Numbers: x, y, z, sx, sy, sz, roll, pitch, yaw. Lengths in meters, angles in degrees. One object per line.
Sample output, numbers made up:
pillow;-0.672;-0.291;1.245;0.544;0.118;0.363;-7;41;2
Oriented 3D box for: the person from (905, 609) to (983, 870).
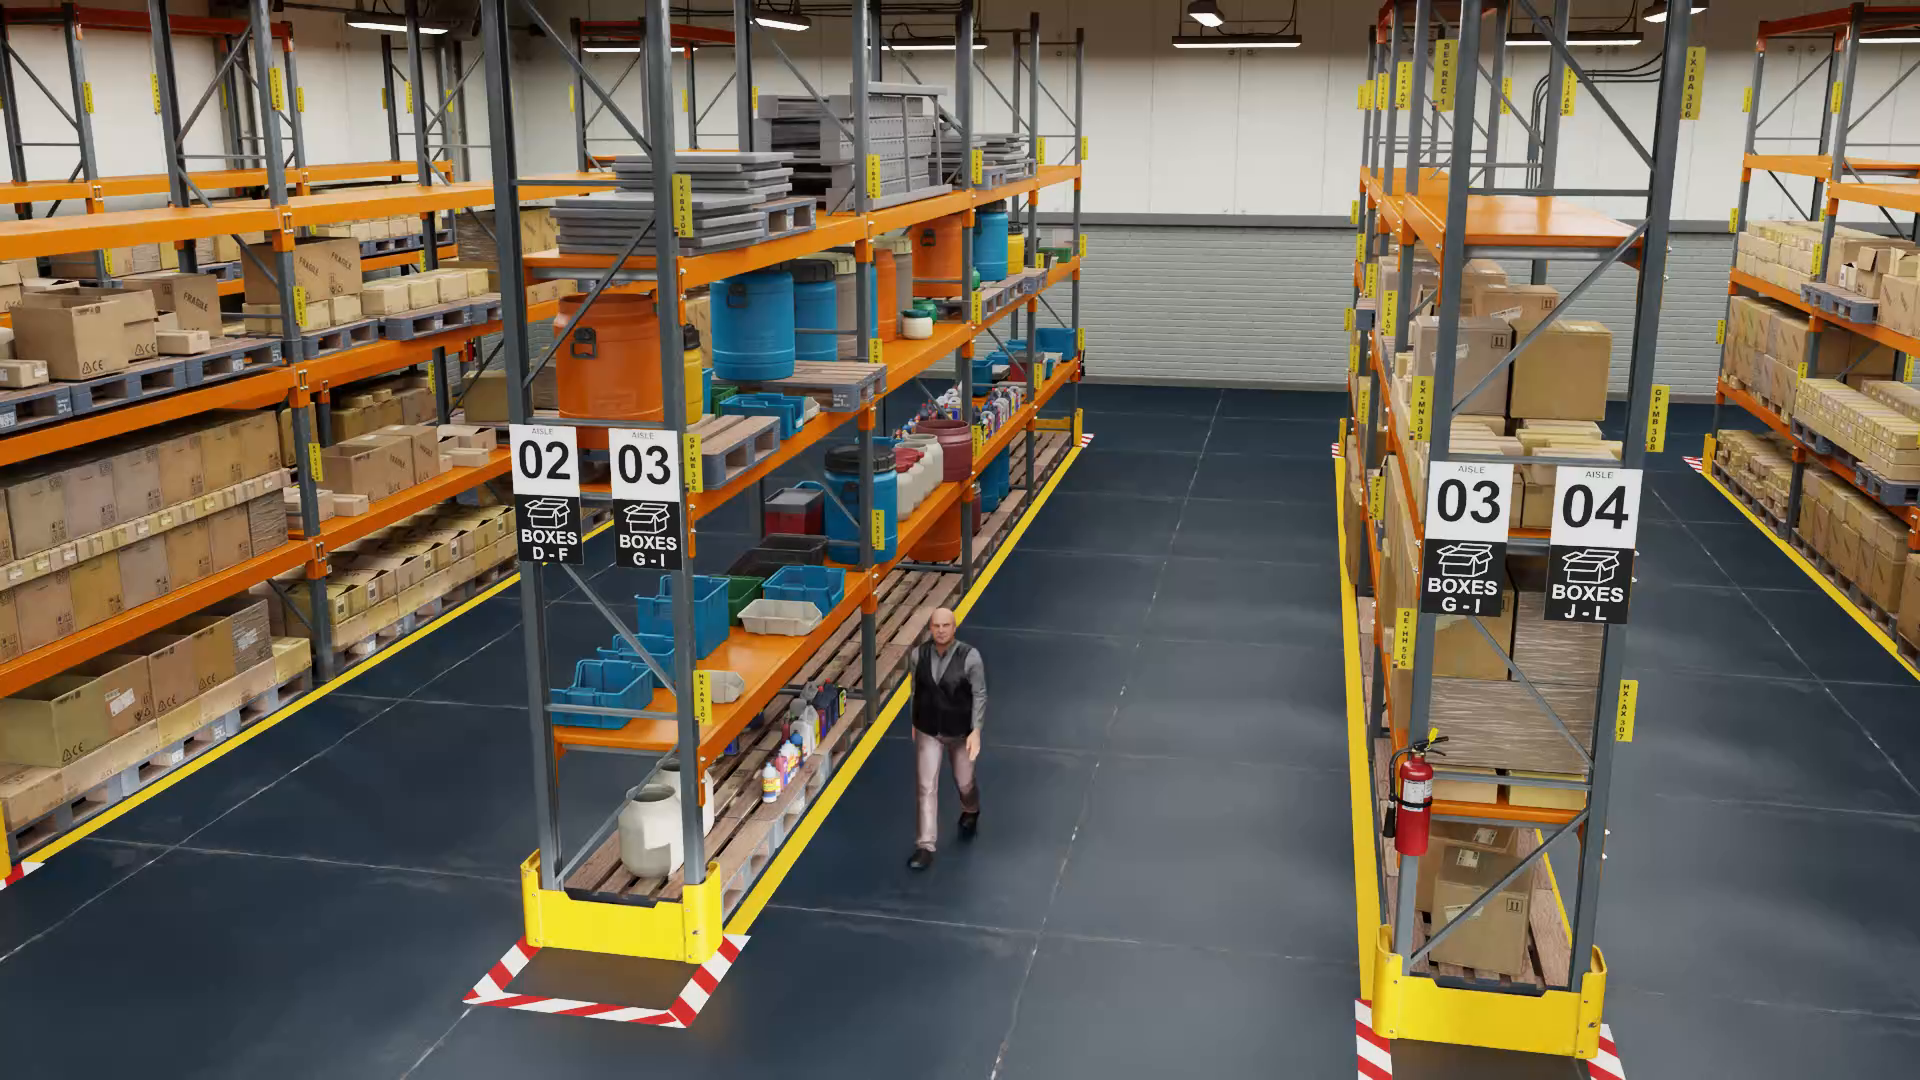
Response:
person;-0.112;1.284;11.094;0.549;1.697;0.903;3;15;13
